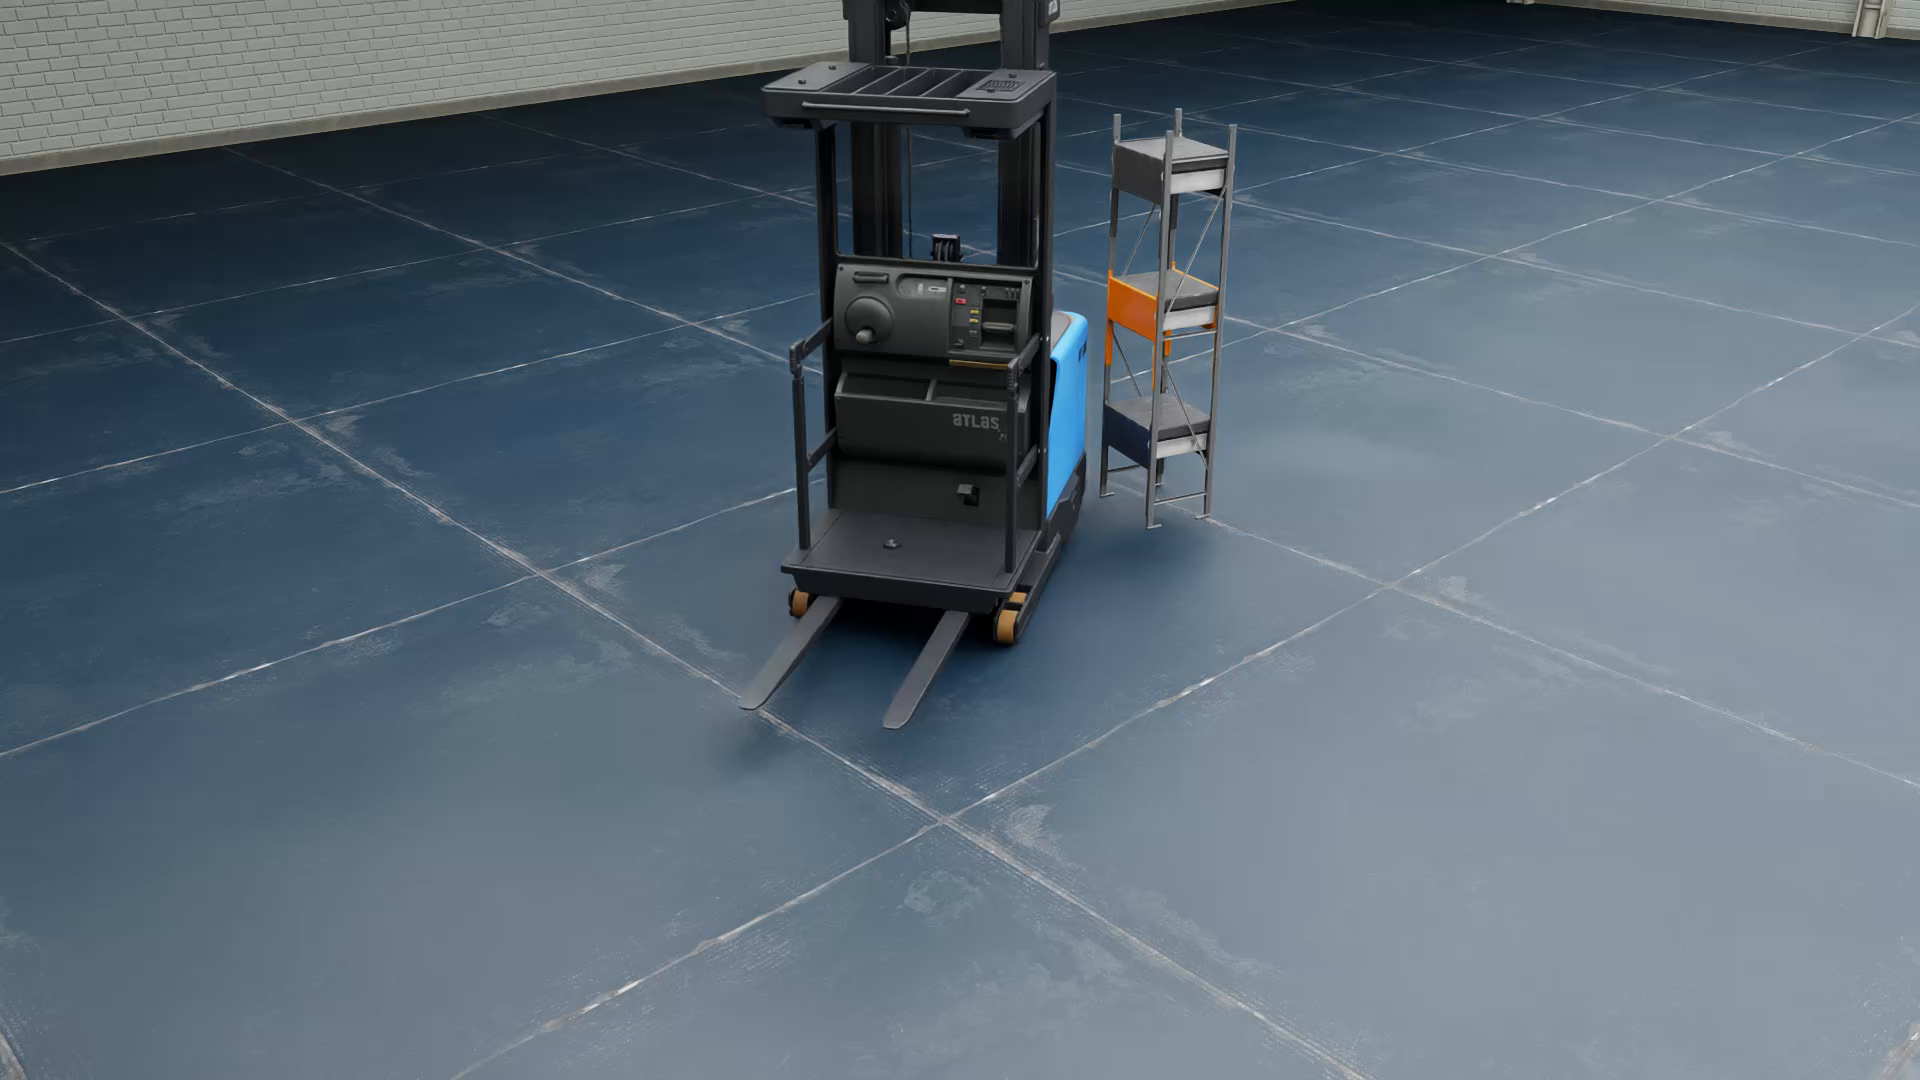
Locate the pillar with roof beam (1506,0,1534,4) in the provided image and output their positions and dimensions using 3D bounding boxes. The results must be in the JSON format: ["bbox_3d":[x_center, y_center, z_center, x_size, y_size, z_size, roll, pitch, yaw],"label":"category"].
[{"bbox_3d":[6.974,-12.572,25.467,9.100,9.000,0.400,-21,32,-38],"label":"pillar with roof beam"}]

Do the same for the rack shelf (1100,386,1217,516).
[{"bbox_3d":[1.068,-0.489,9.012,0.431,0.518,0.480,-12,27,-24],"label":"rack shelf"}]

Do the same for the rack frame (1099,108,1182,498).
[{"bbox_3d":[0.960,-1.229,8.915,0.400,2.100,0.015,-12,27,-24],"label":"rack frame"}]

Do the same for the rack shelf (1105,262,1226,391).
[{"bbox_3d":[1.068,-1.126,8.721,0.431,0.518,0.480,-12,27,-24],"label":"rack shelf"}]

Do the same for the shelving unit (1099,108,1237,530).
[{"bbox_3d":[1.068,-1.138,8.716,0.431,2.100,0.503,-12,27,-24],"label":"shelving unit"}]

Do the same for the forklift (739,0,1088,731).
[{"bbox_3d":[-0.182,-1.025,7.465,1.130,2.935,3.031,6,25,13],"label":"forklift"}]

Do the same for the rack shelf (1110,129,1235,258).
[{"bbox_3d":[1.068,-1.763,8.431,0.431,0.518,0.480,-12,27,-24],"label":"rack shelf"}]

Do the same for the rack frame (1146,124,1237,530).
[{"bbox_3d":[1.175,-1.047,8.516,0.400,2.100,0.015,-12,27,-24],"label":"rack frame"}]

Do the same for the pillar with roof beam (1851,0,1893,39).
[{"bbox_3d":[11.075,-10.755,21.482,9.100,9.000,0.400,-21,32,-38],"label":"pillar with roof beam"}]
